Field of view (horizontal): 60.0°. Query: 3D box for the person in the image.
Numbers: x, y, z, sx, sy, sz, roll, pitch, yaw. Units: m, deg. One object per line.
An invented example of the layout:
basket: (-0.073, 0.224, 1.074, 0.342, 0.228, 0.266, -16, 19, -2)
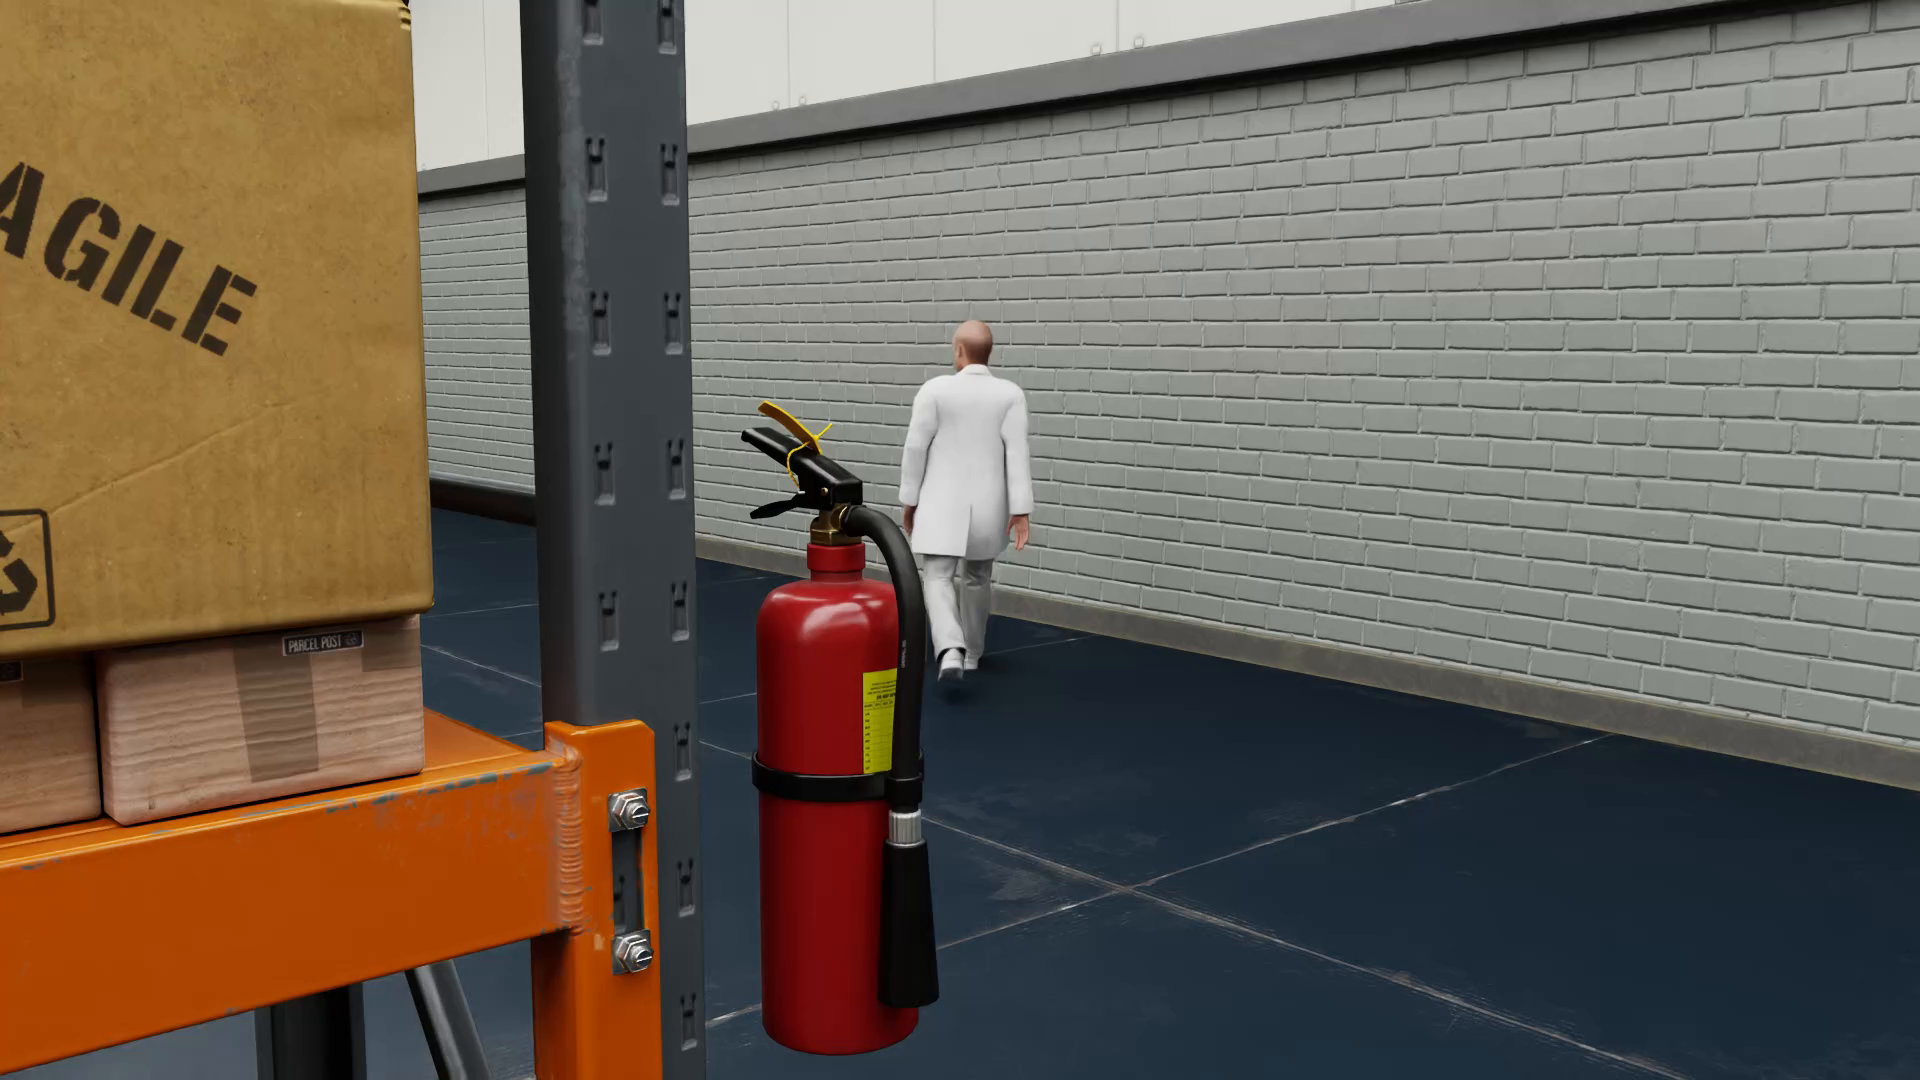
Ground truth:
person: (0.009, -0.180, 7.939, 0.616, 1.727, 1.103, -2, 7, -13)
